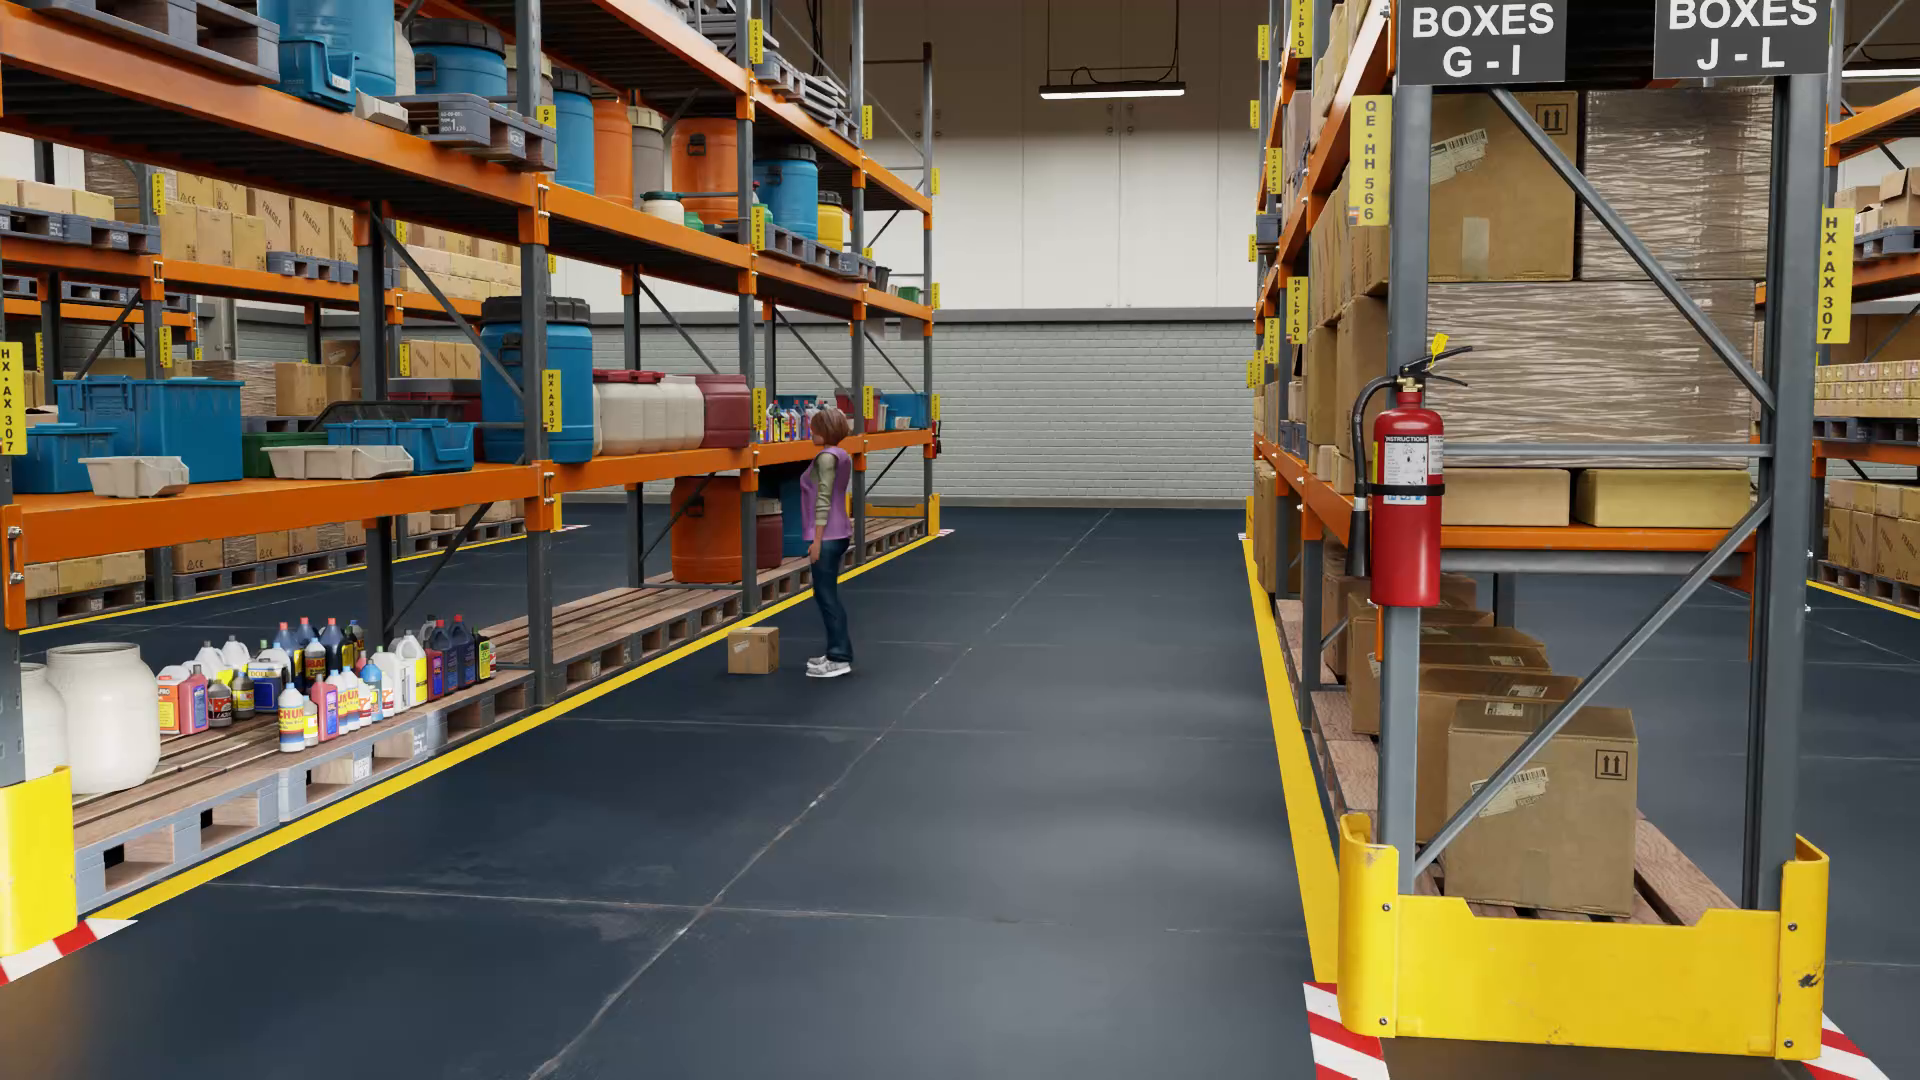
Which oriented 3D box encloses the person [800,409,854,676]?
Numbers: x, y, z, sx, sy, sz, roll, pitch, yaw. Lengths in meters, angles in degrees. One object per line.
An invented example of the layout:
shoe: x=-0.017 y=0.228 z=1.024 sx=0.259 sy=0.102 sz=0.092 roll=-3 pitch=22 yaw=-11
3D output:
person: x=-0.795 y=0.017 z=10.008 sx=0.338 sy=1.612 sz=0.406 roll=1 pitch=5 yaw=10
